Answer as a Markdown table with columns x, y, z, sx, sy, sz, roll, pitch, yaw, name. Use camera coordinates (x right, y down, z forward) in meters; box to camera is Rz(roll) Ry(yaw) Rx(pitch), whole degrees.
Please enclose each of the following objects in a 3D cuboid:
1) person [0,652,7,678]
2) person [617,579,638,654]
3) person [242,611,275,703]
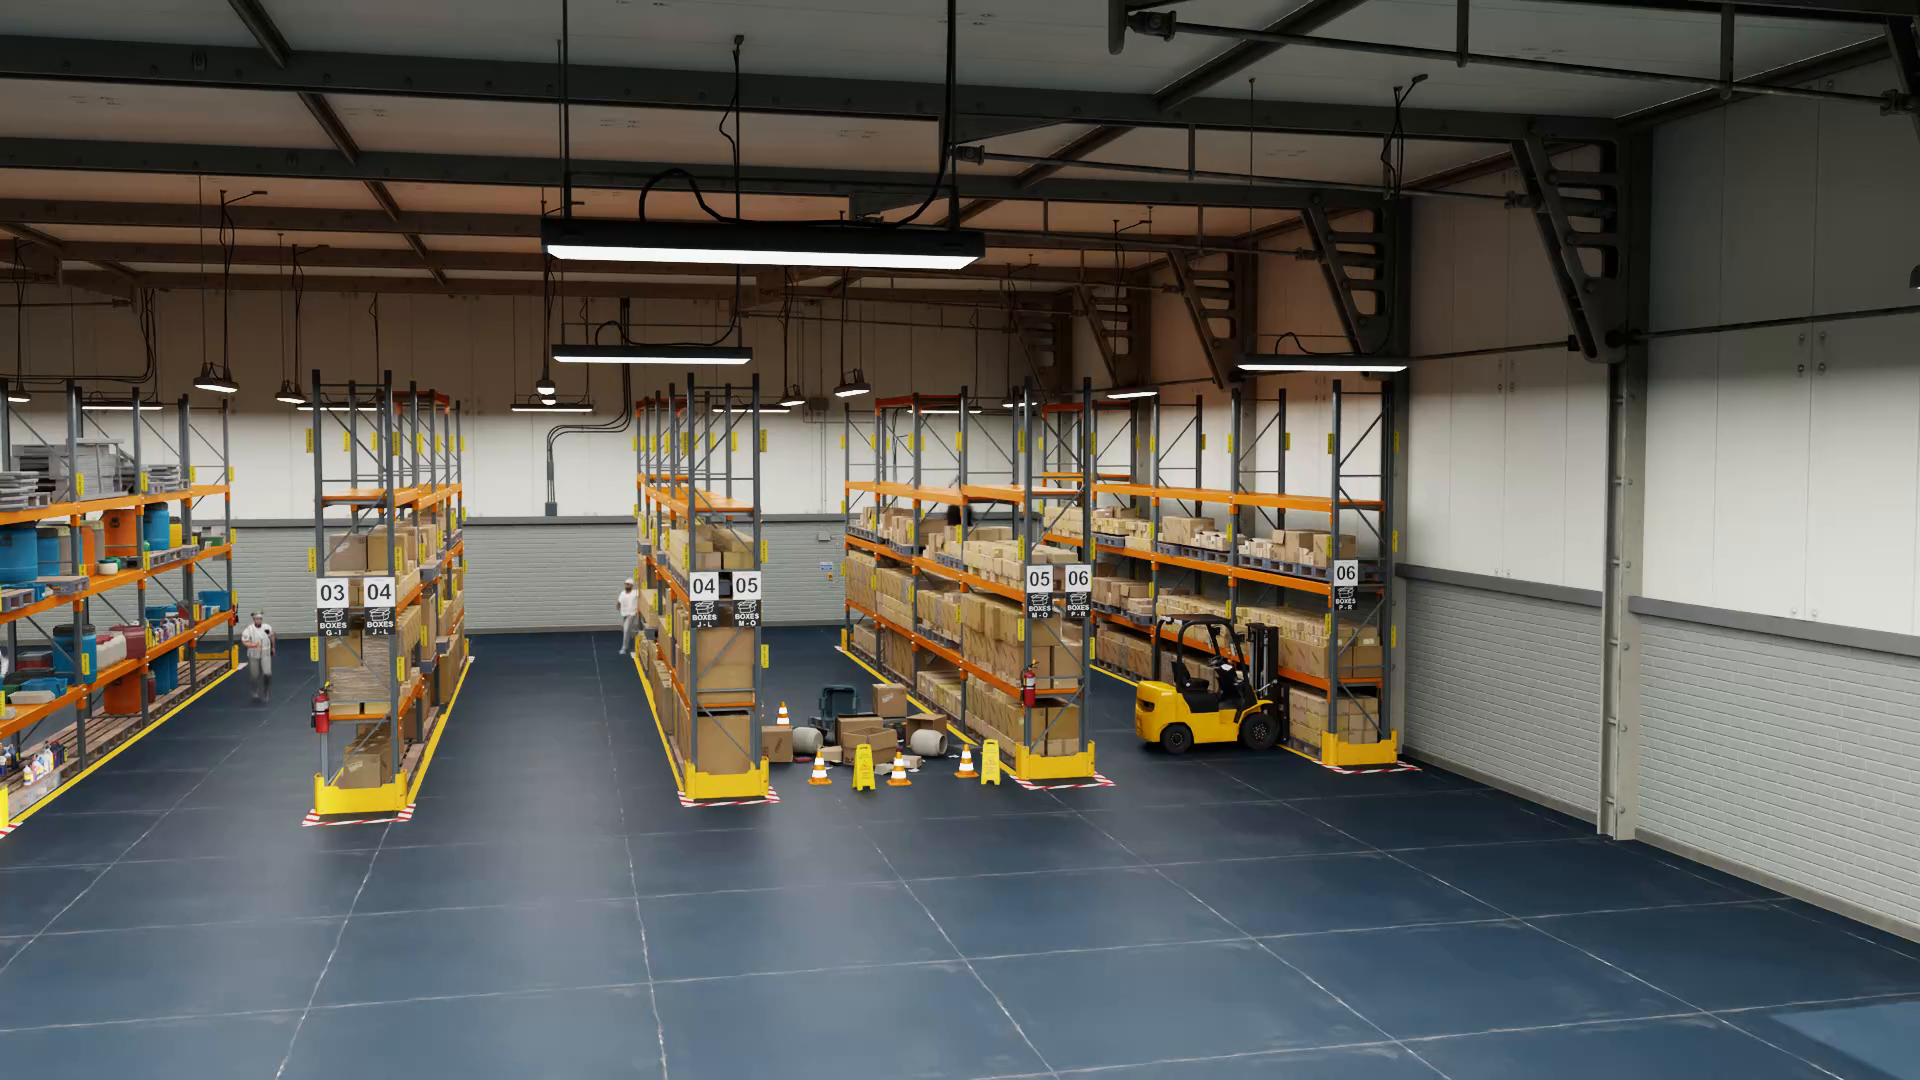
| x | y | z | sx | sy | sz | roll | pitch | yaw | name |
| --- | --- | --- | --- | --- | --- | --- | --- | --- | --- |
| -17.554 | 2.511 | 30.058 | 0.584 | 1.510 | 0.816 | -2 | 4 | -33 | person |
| -7.953 | 1.826 | 39.946 | 0.776 | 1.783 | 0.851 | 2 | 4 | 36 | person |
| -13.567 | 2.272 | 32.190 | 0.620 | 1.817 | 0.832 | -2 | 4 | -30 | person |
